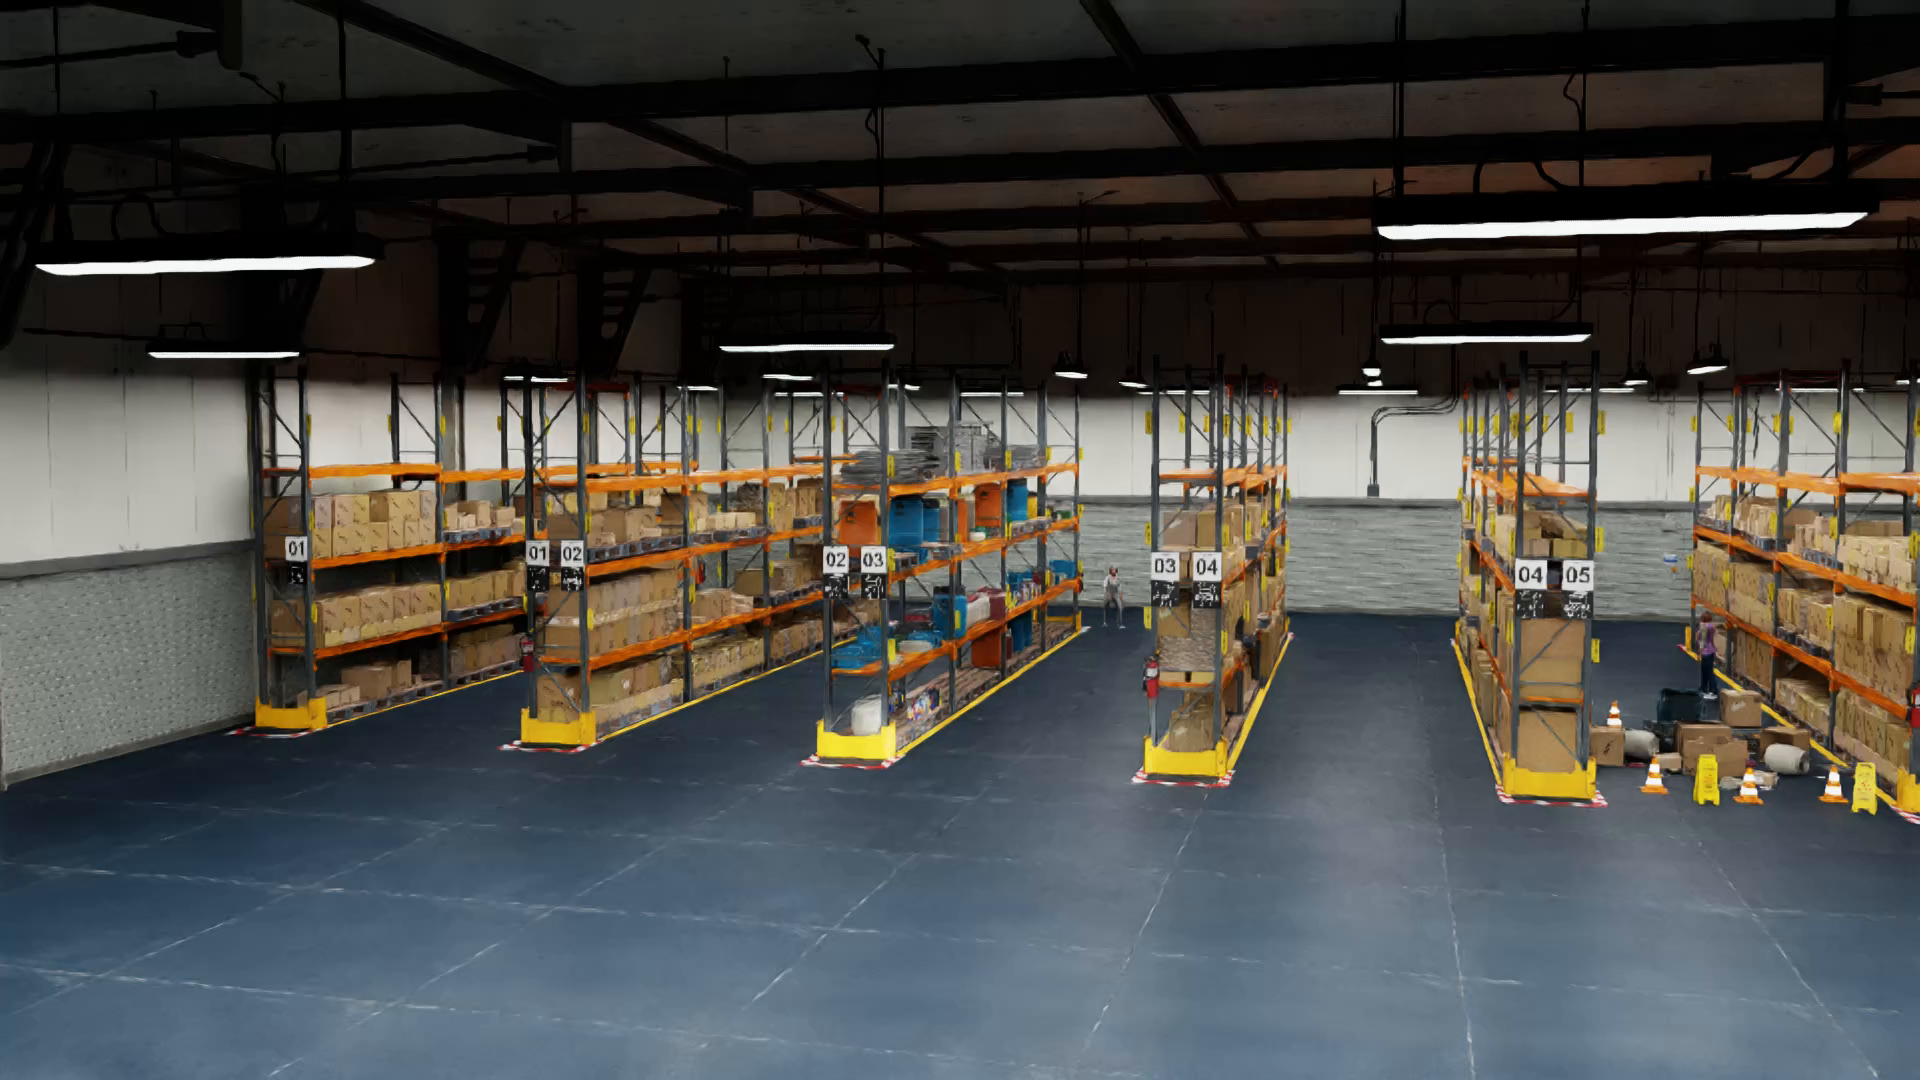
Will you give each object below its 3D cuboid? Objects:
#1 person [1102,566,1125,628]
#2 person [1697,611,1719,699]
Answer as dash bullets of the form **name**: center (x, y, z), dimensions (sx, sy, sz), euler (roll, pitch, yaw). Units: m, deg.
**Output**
- **person**: center (3.747, 1.399, 41.008), dimensions (0.538, 1.546, 0.678), euler (-1, 4, -12)
- **person**: center (13.684, 2.196, 30.545), dimensions (0.532, 1.371, 0.535), euler (3, 5, 36)
